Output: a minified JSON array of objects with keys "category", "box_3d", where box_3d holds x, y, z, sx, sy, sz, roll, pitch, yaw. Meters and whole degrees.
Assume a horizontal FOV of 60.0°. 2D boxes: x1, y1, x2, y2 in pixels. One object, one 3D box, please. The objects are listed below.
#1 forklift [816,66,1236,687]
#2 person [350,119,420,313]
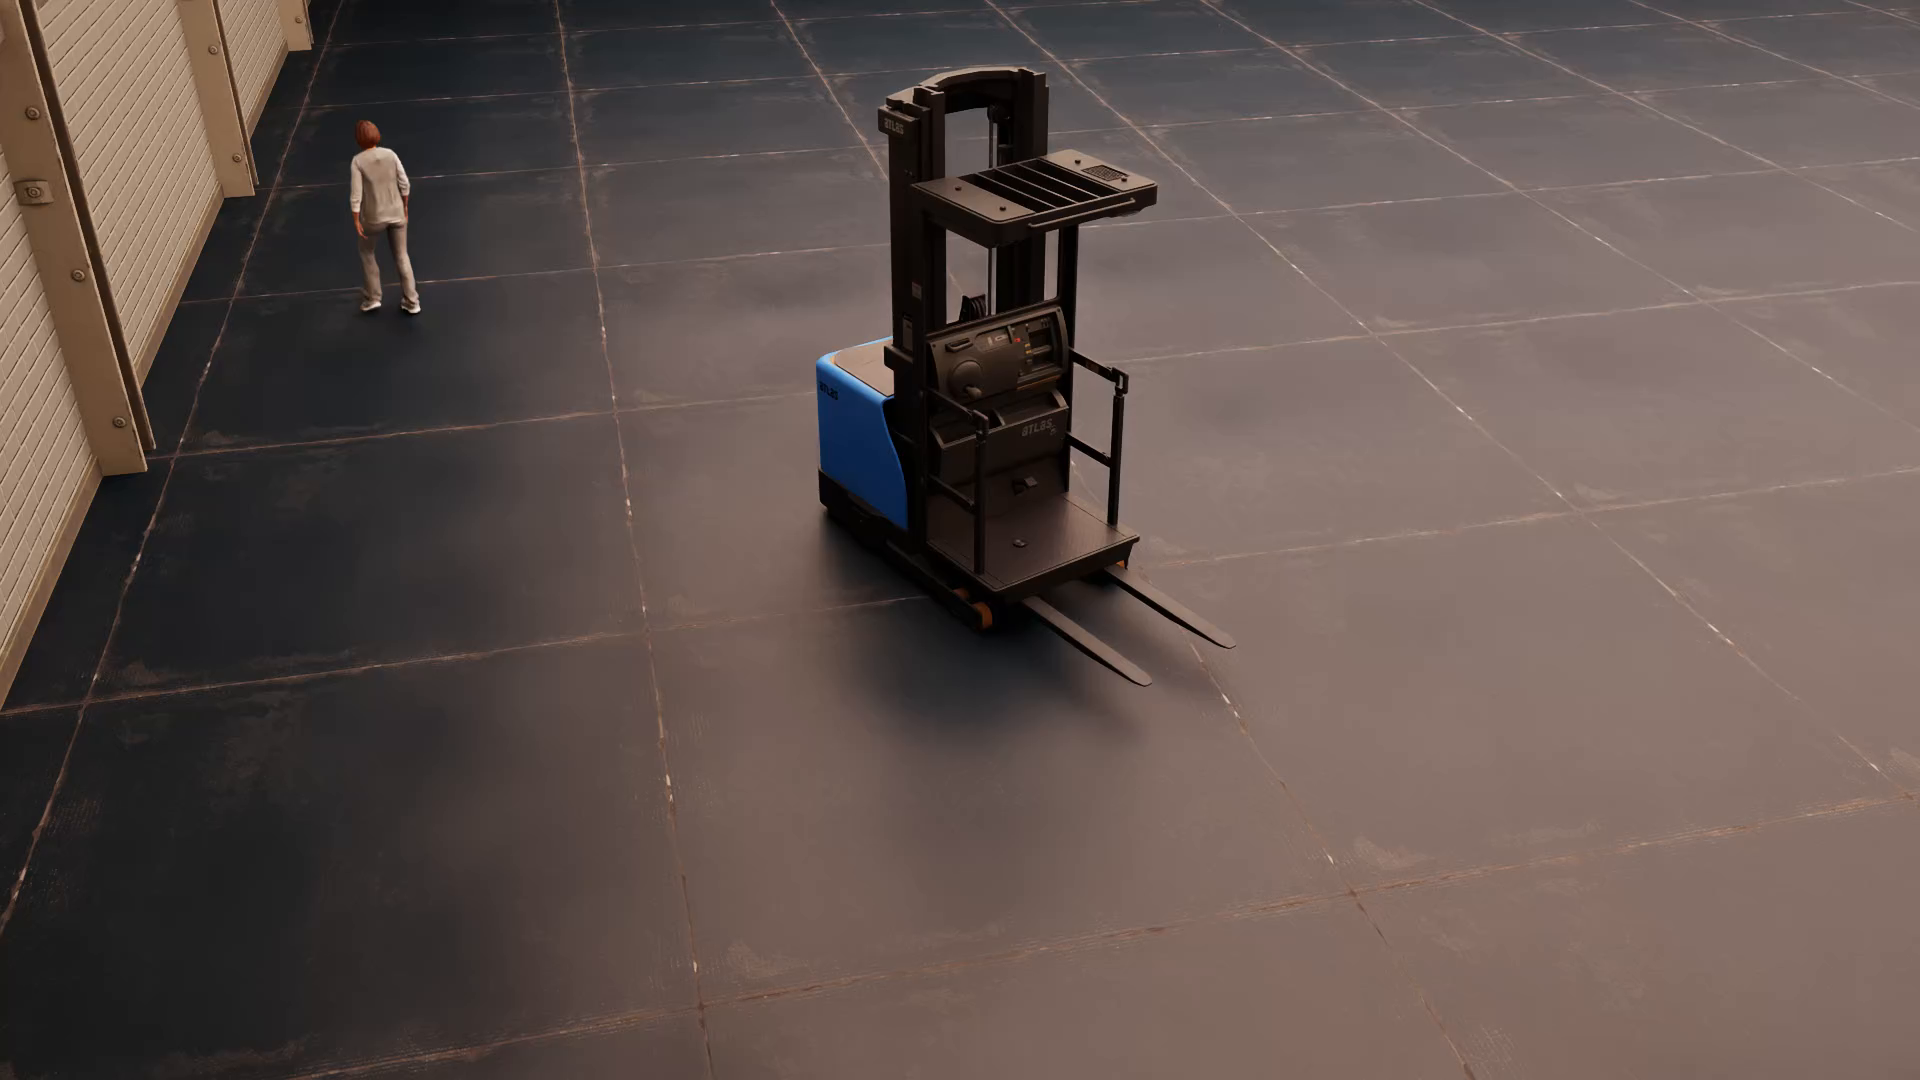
[{"category":"forklift","box_3d":[0.355,-1.021,9.338,1.130,2.935,3.031,-20,35,-30]},{"category":"person","box_3d":[-4.682,-2.597,13.456,0.506,1.628,0.510,-22,36,-32]}]
